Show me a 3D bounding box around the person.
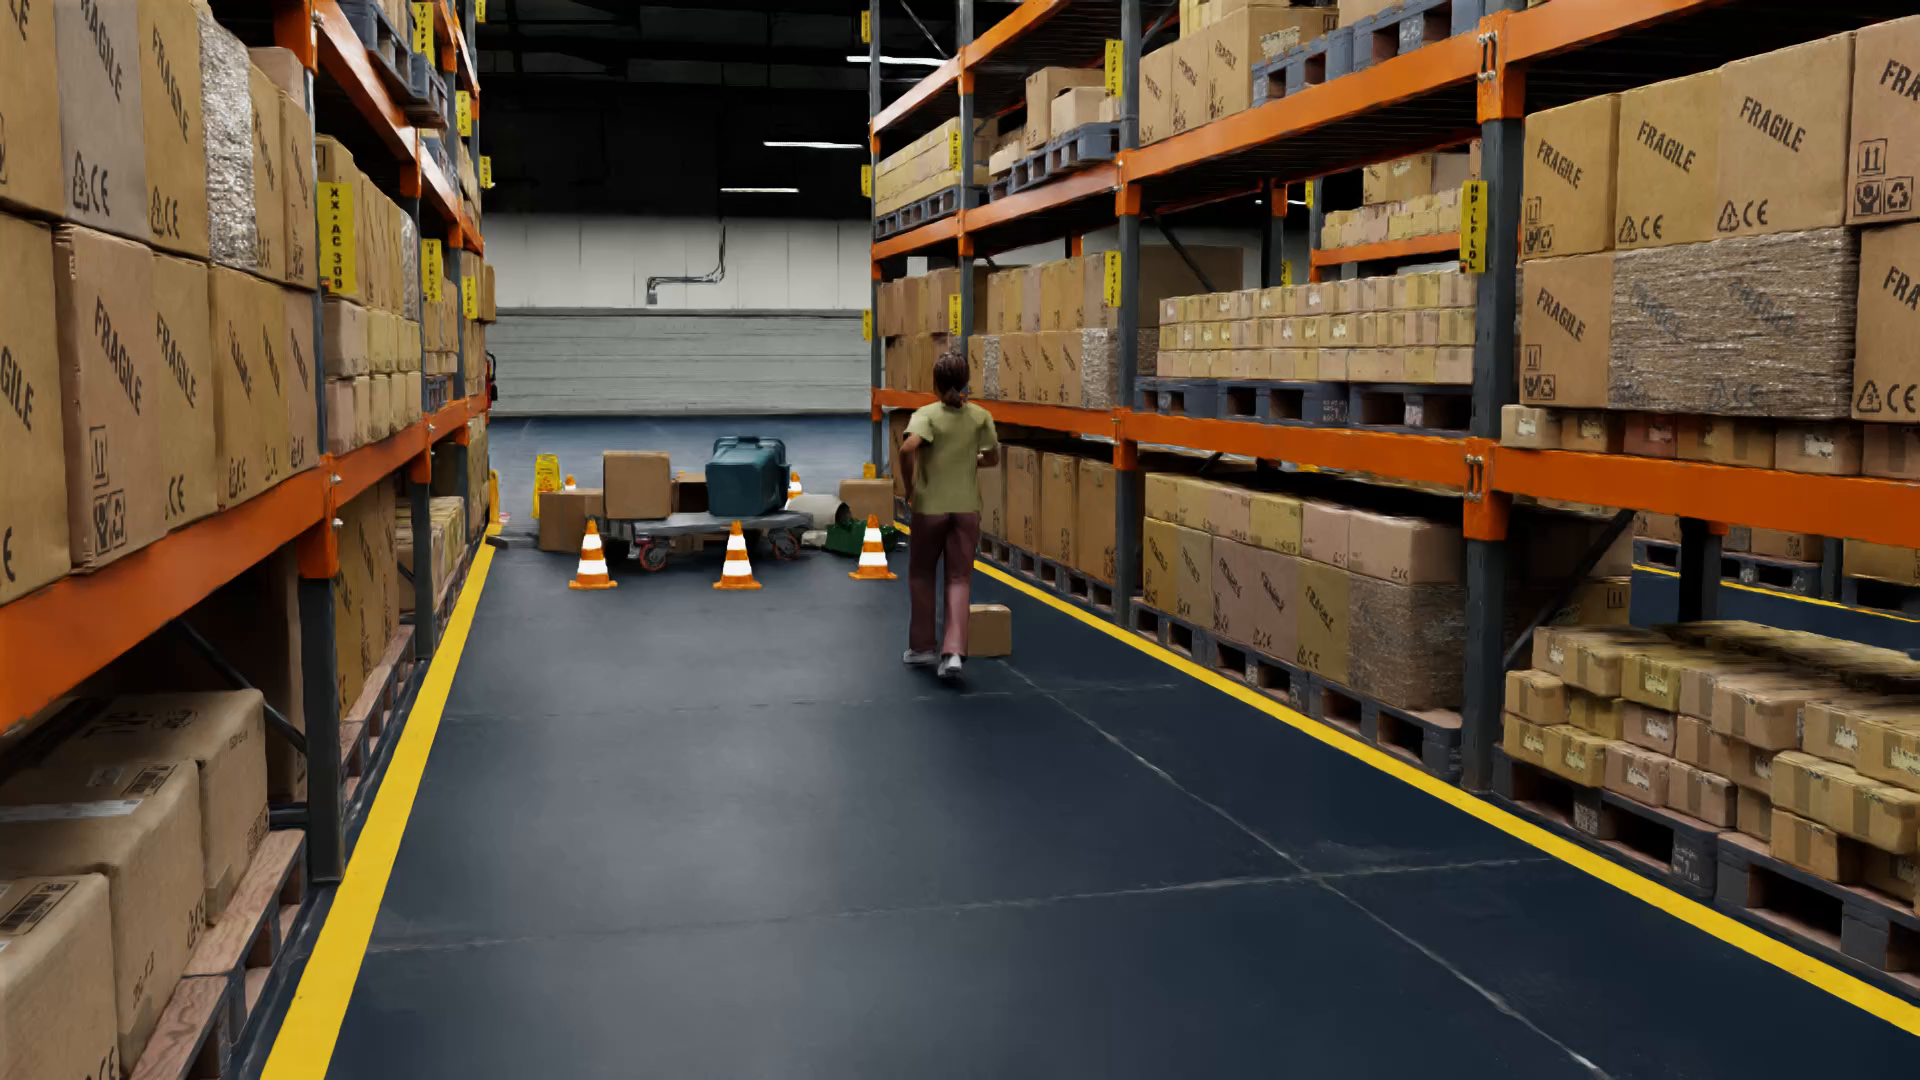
[{"bbox_3d":[-0.084,-0.135,8.472,0.542,1.646,0.806,-1,6,-9],"label":"person"}]
